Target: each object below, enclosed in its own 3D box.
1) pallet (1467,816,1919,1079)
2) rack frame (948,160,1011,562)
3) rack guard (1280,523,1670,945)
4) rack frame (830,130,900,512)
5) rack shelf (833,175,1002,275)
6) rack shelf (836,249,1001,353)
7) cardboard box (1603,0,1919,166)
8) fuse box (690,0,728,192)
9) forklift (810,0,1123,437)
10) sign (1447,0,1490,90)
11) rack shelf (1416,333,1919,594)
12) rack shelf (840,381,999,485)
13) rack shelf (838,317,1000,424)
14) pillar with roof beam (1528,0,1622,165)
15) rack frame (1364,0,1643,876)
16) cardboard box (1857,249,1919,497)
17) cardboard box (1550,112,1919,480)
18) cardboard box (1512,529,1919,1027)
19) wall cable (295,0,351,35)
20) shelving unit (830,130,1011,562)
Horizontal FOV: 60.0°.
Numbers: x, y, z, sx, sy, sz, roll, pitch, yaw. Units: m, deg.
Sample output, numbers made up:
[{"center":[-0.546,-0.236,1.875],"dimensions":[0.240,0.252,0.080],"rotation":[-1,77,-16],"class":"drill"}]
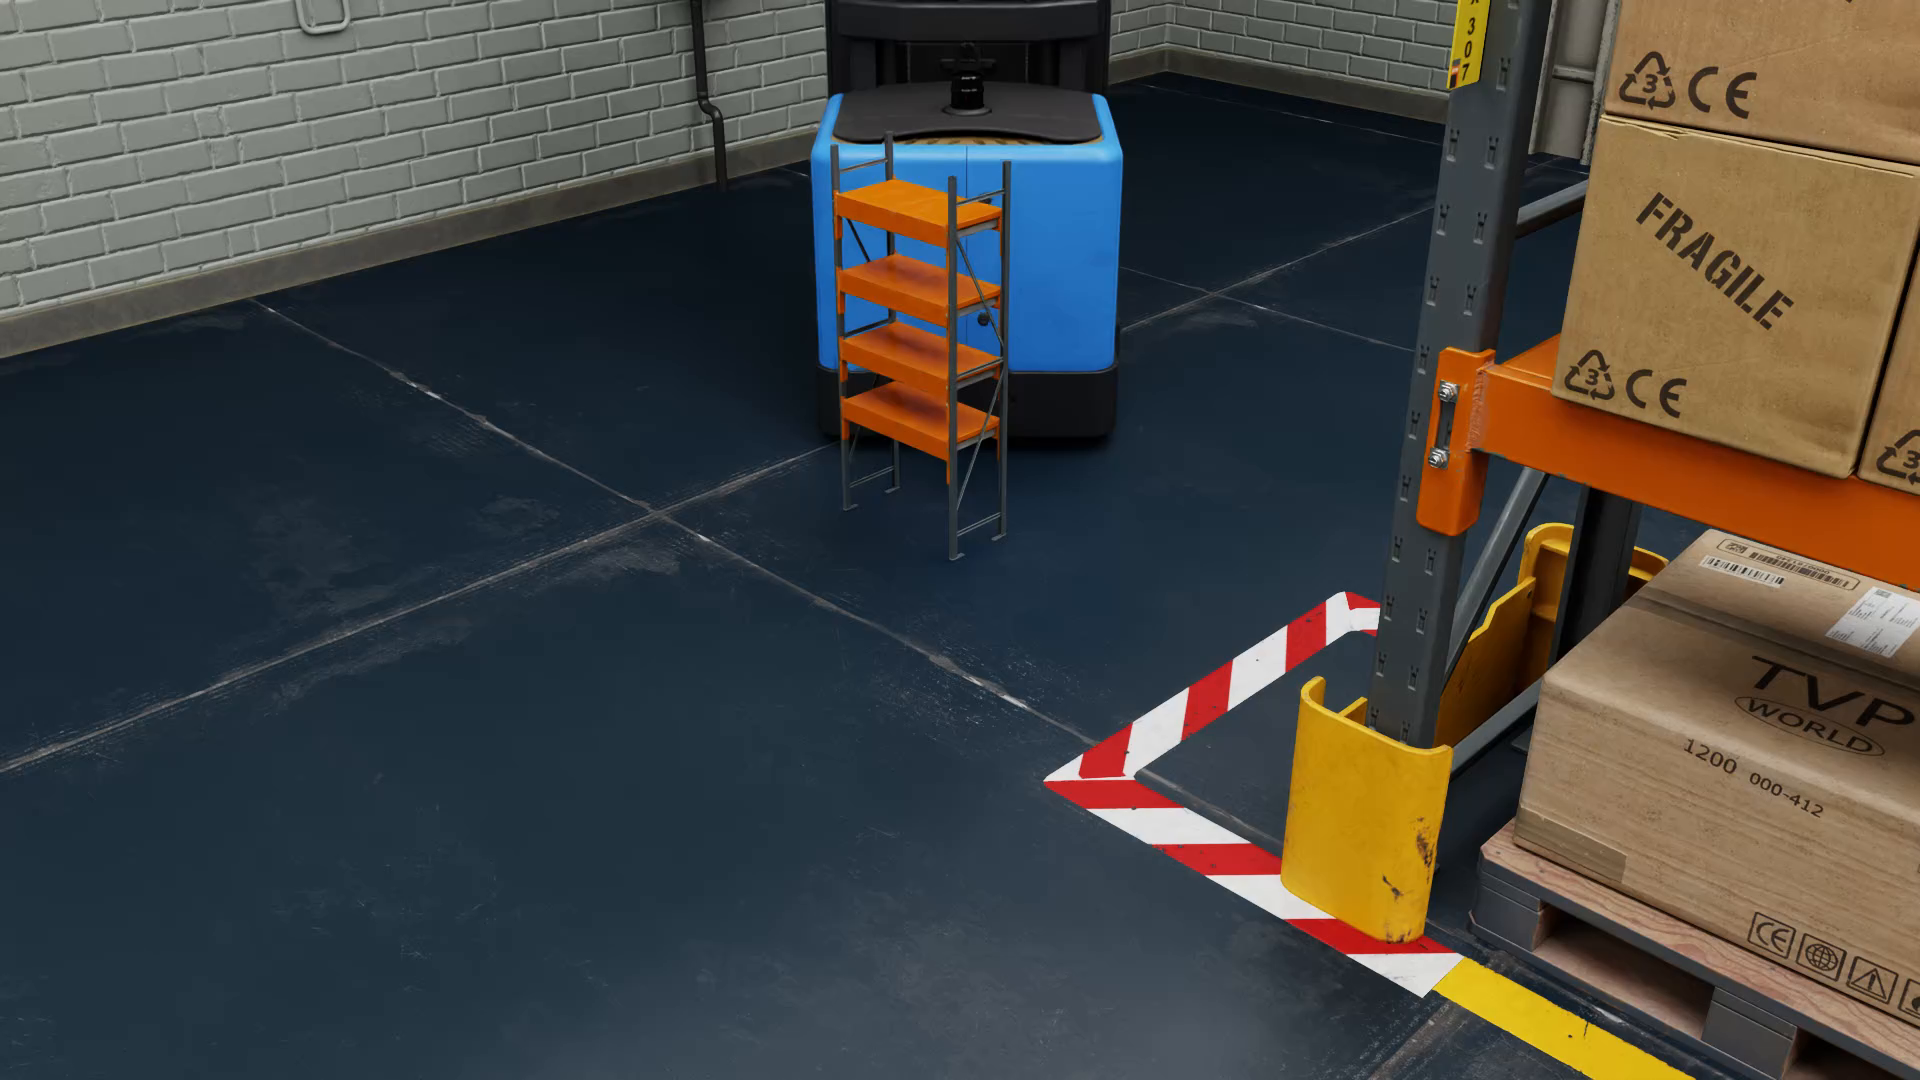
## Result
[{"center":[1.876,0.786,3.529],"dimensions":[1.213,0.211,1.003],"rotation":[25,36,38],"class":"pallet"},{"center":[0.056,-0.505,4.922],"dimensions":[0.015,1.200,0.240],"rotation":[25,36,38],"class":"rack frame"},{"center":[1.234,0.415,3.924],"dimensions":[0.348,0.500,1.175],"rotation":[25,36,38],"class":"rack guard"},{"center":[-0.292,-0.665,5.225],"dimensions":[0.015,1.200,0.240],"rotation":[25,36,38],"class":"rack frame"},{"center":[-0.118,-0.933,4.891],"dimensions":[0.480,0.148,0.258],"rotation":[25,36,38],"class":"rack shelf"},{"center":[-0.118,-0.724,5.001],"dimensions":[0.480,0.148,0.258],"rotation":[25,36,38],"class":"rack shelf"},{"center":[1.393,-0.919,2.594],"dimensions":[0.500,0.500,0.500],"rotation":[24,36,37],"class":"cardboard box"},{"center":[-1.210,-2.595,8.347],"dimensions":[0.414,1.711,0.539],"rotation":[25,36,38],"class":"fuse box"},{"center":[0.032,-2.296,6.468],"dimensions":[1.130,2.935,3.031],"rotation":[0,28,0],"class":"forklift"},{"center":[0.857,-0.920,2.761],"dimensions":[0.005,0.325,0.100],"rotation":[25,36,38],"class":"sign"},{"center":[2.677,0.287,2.254],"dimensions":[4.000,0.370,1.077],"rotation":[25,36,38],"class":"rack shelf"},{"center":[-0.118,-0.350,5.197],"dimensions":[0.480,0.148,0.258],"rotation":[25,36,38],"class":"rack shelf"},{"center":[-0.118,-0.526,5.105],"dimensions":[0.480,0.148,0.258],"rotation":[25,36,38],"class":"rack shelf"},{"center":[0.419,-4.738,4.591],"dimensions":[0.400,9.000,9.100],"rotation":[25,36,38],"class":"pillar with roof beam"},{"center":[1.251,-0.684,3.327],"dimensions":[0.127,3.000,1.000],"rotation":[25,36,38],"class":"rack frame"},{"center":[1.772,-0.320,2.529],"dimensions":[0.500,0.500,0.500],"rotation":[24,36,38],"class":"cardboard box"},{"center":[1.392,-0.476,2.825],"dimensions":[0.500,0.500,0.500],"rotation":[24,36,38],"class":"cardboard box"},{"center":[1.791,0.447,3.479],"dimensions":[0.875,0.438,0.875],"rotation":[23,36,37],"class":"cardboard box"},{"center":[-2.786,-2.979,6.568],"dimensions":[0.123,1.953,0.585],"rotation":[25,36,38],"class":"wall cable"},{"center":[-0.118,-0.585,5.073],"dimensions":[0.503,1.200,0.258],"rotation":[25,36,38],"class":"shelving unit"}]
